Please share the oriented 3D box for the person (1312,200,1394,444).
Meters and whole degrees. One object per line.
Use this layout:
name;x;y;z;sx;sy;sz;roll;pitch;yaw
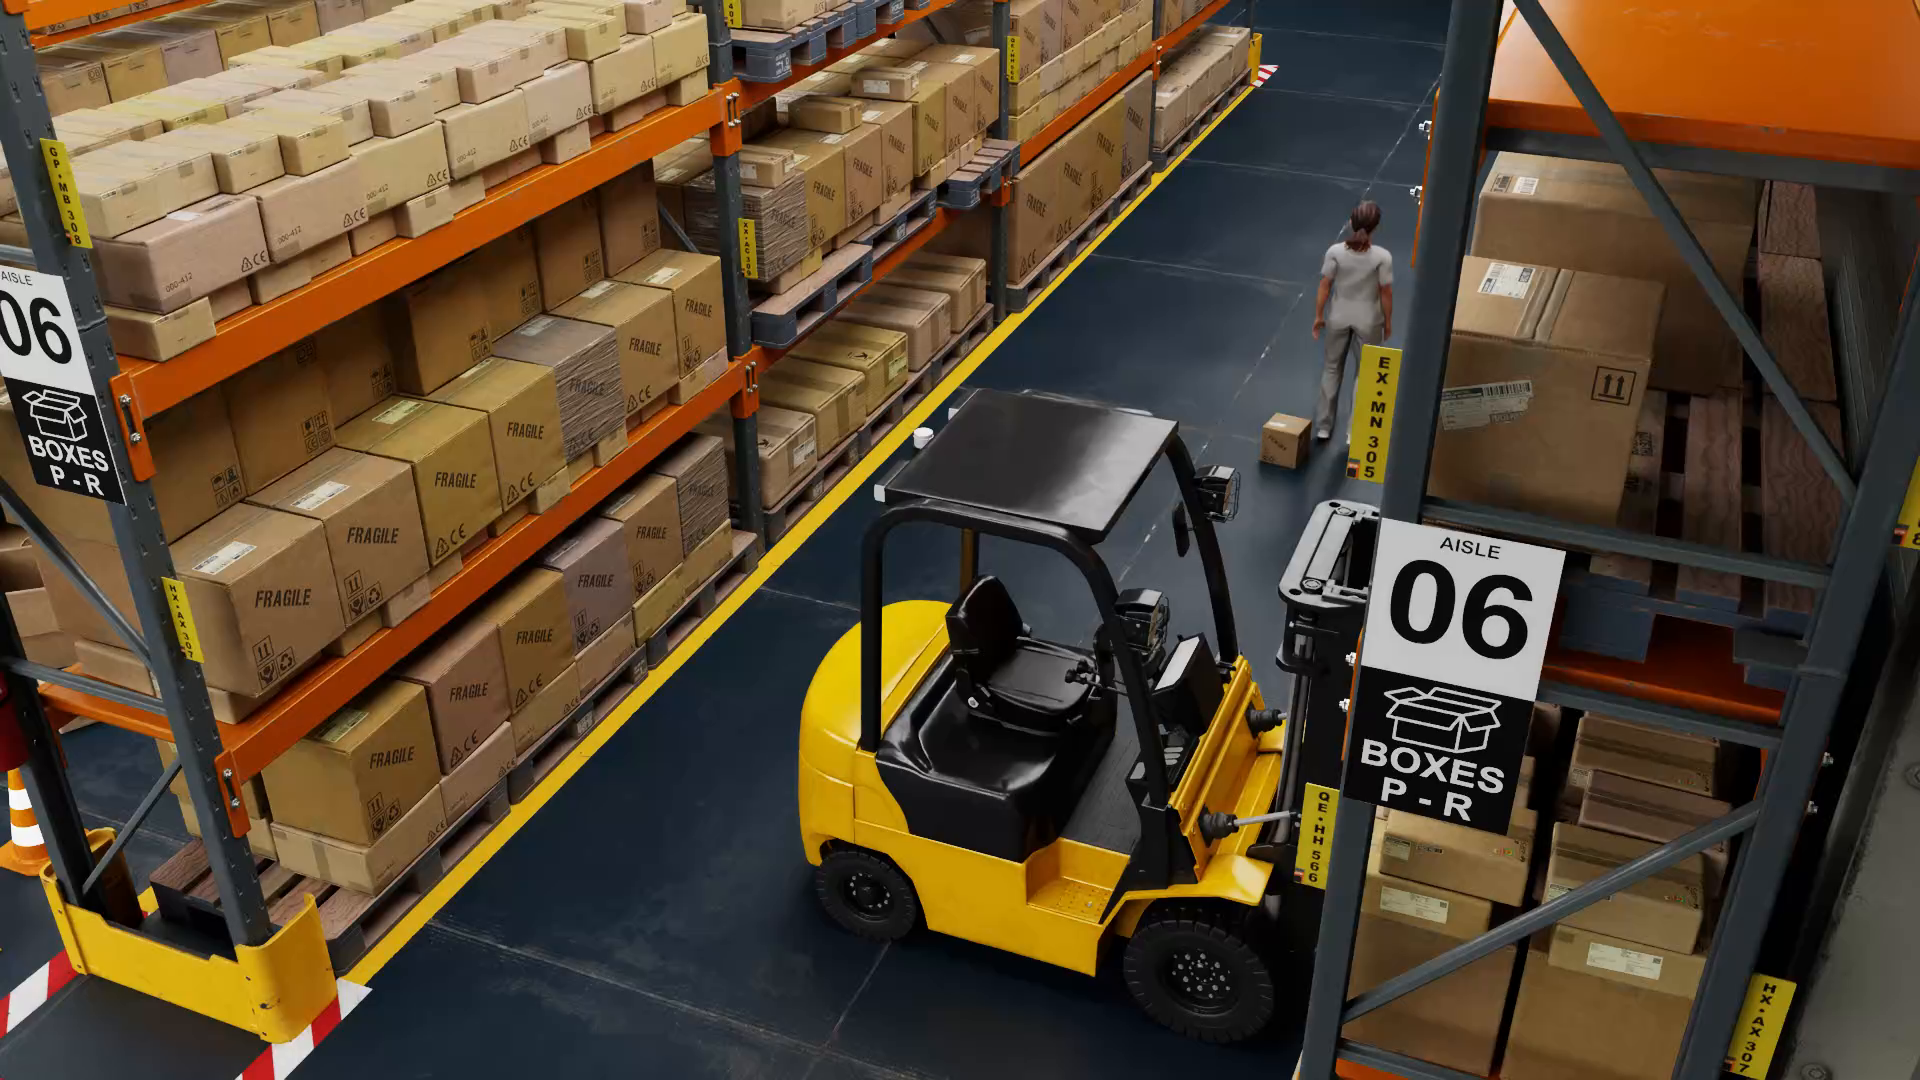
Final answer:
person;2.556;-1.410;10.836;0.492;1.690;0.480;12;32;20
